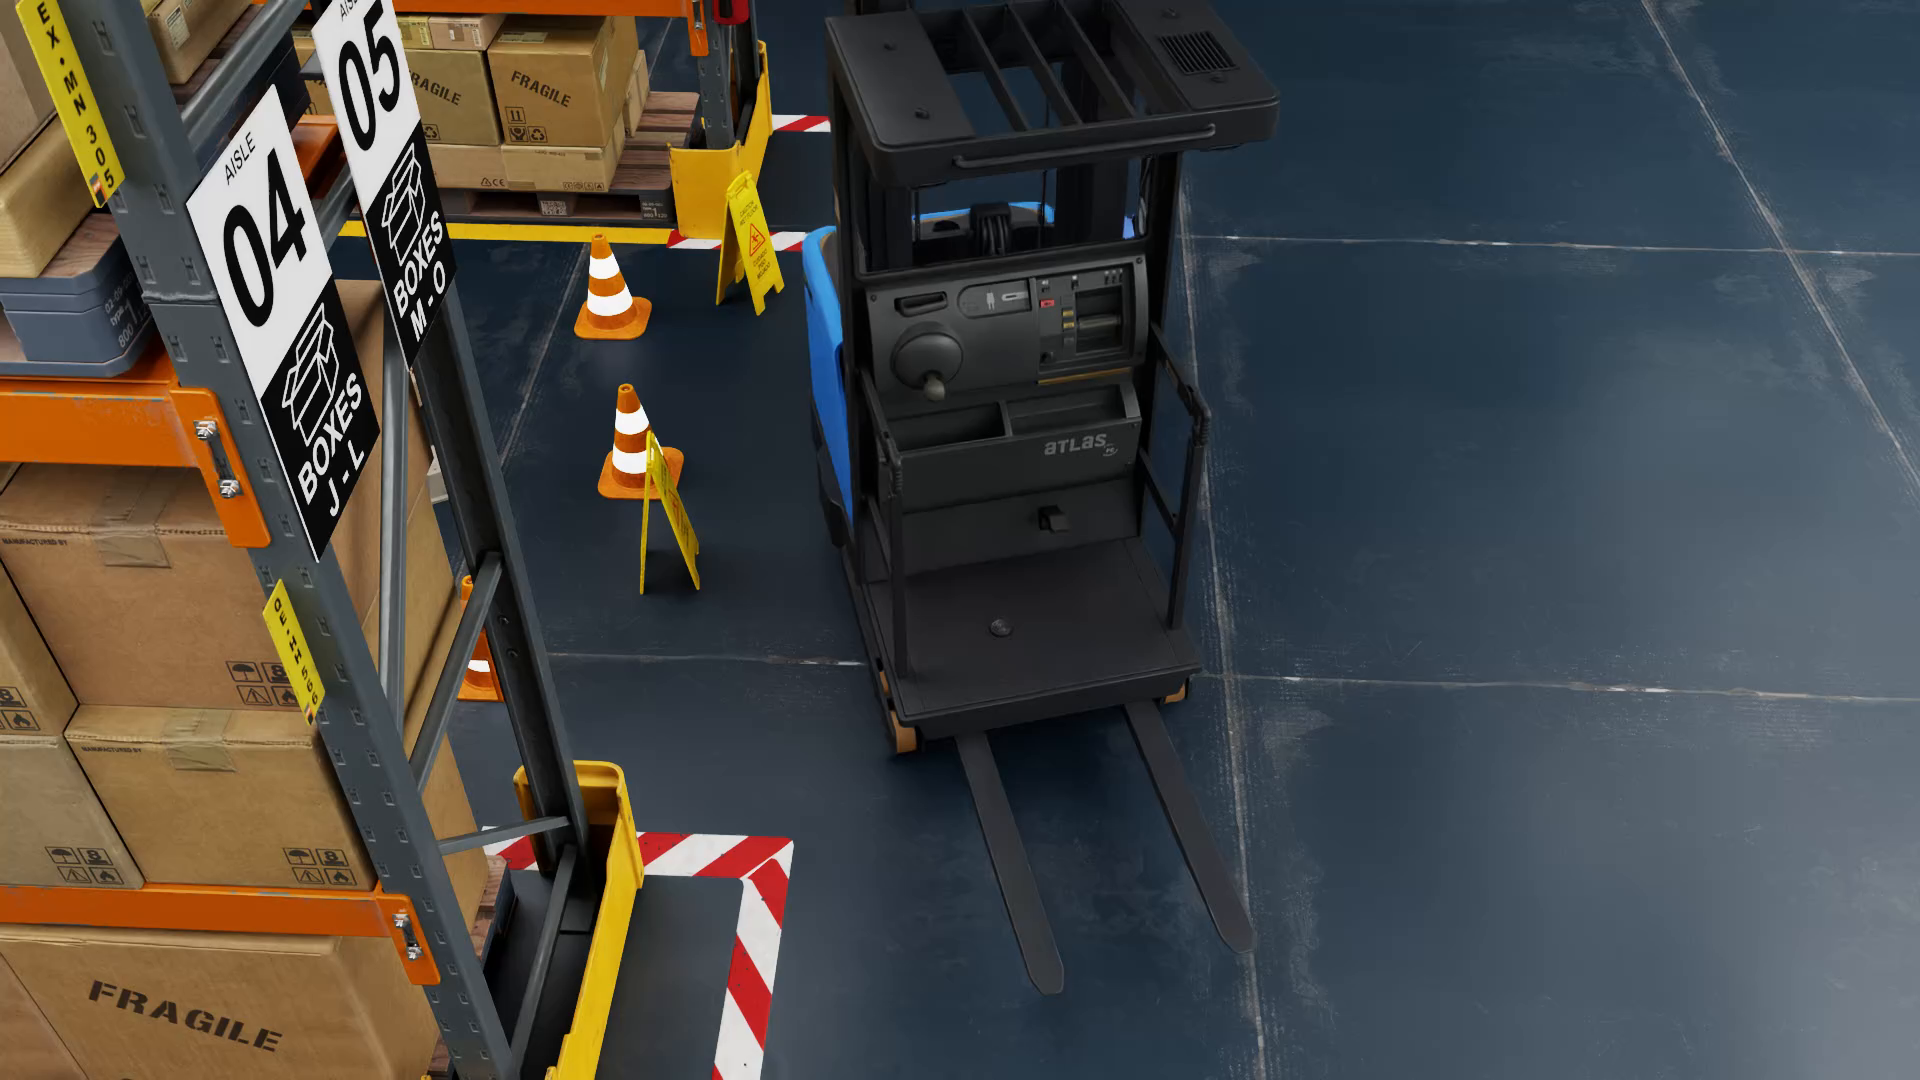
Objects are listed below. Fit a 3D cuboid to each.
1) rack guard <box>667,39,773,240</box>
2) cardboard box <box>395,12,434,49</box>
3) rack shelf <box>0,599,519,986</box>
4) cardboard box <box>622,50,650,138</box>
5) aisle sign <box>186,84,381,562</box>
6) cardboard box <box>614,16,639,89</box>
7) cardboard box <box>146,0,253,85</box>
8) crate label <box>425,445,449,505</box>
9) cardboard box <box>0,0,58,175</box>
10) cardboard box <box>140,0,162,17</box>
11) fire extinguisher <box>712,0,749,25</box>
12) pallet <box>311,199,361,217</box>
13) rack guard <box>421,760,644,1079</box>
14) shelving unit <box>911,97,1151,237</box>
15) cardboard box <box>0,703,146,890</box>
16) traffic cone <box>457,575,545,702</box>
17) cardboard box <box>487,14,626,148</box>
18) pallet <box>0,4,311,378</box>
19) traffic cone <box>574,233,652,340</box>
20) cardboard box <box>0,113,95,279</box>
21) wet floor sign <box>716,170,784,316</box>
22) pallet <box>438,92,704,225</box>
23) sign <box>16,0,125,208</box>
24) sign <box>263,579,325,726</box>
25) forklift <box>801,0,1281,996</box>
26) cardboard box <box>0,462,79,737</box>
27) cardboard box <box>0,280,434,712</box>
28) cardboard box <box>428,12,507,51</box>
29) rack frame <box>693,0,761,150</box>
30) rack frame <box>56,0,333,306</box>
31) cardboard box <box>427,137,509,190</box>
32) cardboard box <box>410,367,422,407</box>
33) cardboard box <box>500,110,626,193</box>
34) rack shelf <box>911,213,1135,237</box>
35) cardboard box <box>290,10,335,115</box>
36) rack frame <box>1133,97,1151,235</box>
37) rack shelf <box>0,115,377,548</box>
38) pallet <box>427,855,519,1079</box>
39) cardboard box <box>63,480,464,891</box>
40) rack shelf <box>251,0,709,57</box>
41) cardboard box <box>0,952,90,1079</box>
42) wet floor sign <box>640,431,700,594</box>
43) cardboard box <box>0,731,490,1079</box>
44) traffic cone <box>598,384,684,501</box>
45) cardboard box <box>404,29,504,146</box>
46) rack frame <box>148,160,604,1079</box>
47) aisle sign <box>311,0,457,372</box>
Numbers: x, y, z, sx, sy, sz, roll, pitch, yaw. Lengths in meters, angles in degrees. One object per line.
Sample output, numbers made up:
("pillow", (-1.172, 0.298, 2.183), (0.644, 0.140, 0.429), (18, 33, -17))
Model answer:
("rack guard", (-1.228, -2.096, 8.633), (0.348, 0.500, 1.175), (2, 43, 2))
("cardboard box", (-2.585, -2.490, 7.906), (0.250, 0.149, 0.380), (2, 43, 3))
("rack shelf", (-3.272, 0.567, 4.468), (4.000, 0.370, 1.077), (2, 43, 2))
("cardboard box", (-1.945, -2.369, 8.802), (0.500, 0.250, 0.500), (1, 43, 2))
("aisle sign", (-1.217, -0.379, 3.049), (0.004, 0.787, 0.394), (2, 43, 2))
("cardboard box", (-1.969, -2.644, 8.546), (0.500, 0.500, 0.500), (0, 43, 0))
("cardboard box", (-1.602, -1.059, 3.289), (0.250, 0.149, 0.380), (2, 43, 2))
("crate label", (-2.138, -0.311, 6.984), (0.298, 0.136, 0.250), (-19, 46, -20))
("cardboard box", (-1.776, -0.801, 2.719), (0.500, 0.250, 0.500), (2, 43, 2))
("cardboard box", (-1.745, -1.166, 3.111), (0.500, 0.250, 0.500), (2, 43, 2))
("fire extinguisher", (-1.058, -2.663, 7.465), (0.183, 0.674, 0.296), (2, 43, 2))
("pallet", (-3.253, -2.079, 8.827), (1.213, 0.211, 1.003), (2, 43, 2))
("rack guard", (-1.250, 1.281, 5.008), (0.348, 0.500, 1.175), (2, 43, 2))
("shelving unit", (0.277, -1.344, 7.067), (1.048, 1.500, 0.538), (0, 39, 0))
("cardboard box", (-2.197, 0.328, 4.087), (0.550, 0.550, 0.875), (2, 43, 2))
("traffic cone", (-1.741, 0.310, 6.077), (0.334, 0.463, 0.336), (2, 43, 2))
("cardboard box", (-1.964, -2.277, 8.153), (0.500, 0.500, 0.500), (2, 43, 2))
("pallet", (-2.016, -0.715, 3.182), (1.213, 0.211, 1.003), (2, 43, 2))
("traffic cone", (-1.640, -1.215, 7.715), (0.334, 0.463, 0.336), (2, 43, 2))
("cardboard box", (-1.621, -0.610, 2.806), (0.250, 0.149, 0.380), (2, 43, 2))
("wet floor sign", (-1.010, -1.413, 7.793), (0.232, 0.644, 0.267), (16, 45, 16))
("pallet", (-2.038, -2.039, 8.784), (1.213, 0.211, 1.003), (2, 43, 2))
("sign", (-1.312, -0.658, 2.464), (0.005, 0.325, 0.100), (2, 43, 2))
("sign", (-1.312, 0.224, 3.286), (0.005, 0.325, 0.100), (2, 43, 2))
("forklift", (0.214, -0.605, 5.249), (1.130, 2.935, 3.031), (-9, 44, -10))
("cardboard box", (-2.197, -0.076, 3.729), (0.550, 0.550, 0.875), (2, 43, 2))
("cardboard box", (-1.643, -0.122, 3.779), (0.550, 0.550, 0.875), (2, 43, 2))
("cardboard box", (-2.334, -2.480, 7.895), (0.250, 0.149, 0.380), (3, 43, 3))
("rack frame", (-1.152, -3.008, 7.779), (0.127, 3.000, 1.000), (2, 43, 2))
("rack frame", (-1.274, -1.830, 2.112), (0.127, 3.000, 1.000), (2, 43, 2))
("cardboard box", (-2.489, -2.019, 8.426), (0.500, 0.250, 0.500), (2, 43, 2))
("cardboard box", (-2.552, -0.630, 7.317), (0.250, 0.149, 0.380), (24, 48, 23))
("cardboard box", (-1.996, -1.998, 8.404), (0.500, 0.250, 0.500), (2, 43, 2))
("rack shelf", (0.277, -1.204, 7.180), (1.000, 0.185, 0.538), (0, 39, 0))
("cardboard box", (-2.989, -2.311, 8.190), (0.500, 0.500, 0.500), (1, 43, 1))
("rack frame", (0.786, -1.346, 7.069), (0.032, 1.500, 0.500), (0, 39, 0))
("rack shelf", (-3.272, -0.530, 3.446), (4.000, 0.370, 1.077), (2, 43, 2))
("pallet", (-2.076, 1.414, 5.077), (1.213, 0.211, 1.003), (2, 43, 2))
("cardboard box", (-1.647, 0.330, 4.085), (0.550, 0.550, 0.875), (2, 43, 2))
("rack shelf", (-3.150, -2.807, 8.090), (4.000, 0.370, 1.077), (2, 43, 2))
("cardboard box", (-2.834, 0.988, 4.740), (0.875, 0.875, 0.875), (1, 43, 1))
("wet floor sign", (-1.156, -0.121, 6.406), (0.232, 0.644, 0.267), (-5, 43, -5))
("cardboard box", (-1.954, 1.013, 4.712), (0.875, 0.875, 0.875), (2, 43, 2))
("traffic cone", (-1.350, -0.449, 6.892), (0.334, 0.463, 0.336), (2, 43, 2))
("cardboard box", (-2.486, -2.291, 8.168), (0.500, 0.500, 0.500), (3, 43, 3))
("rack frame", (-1.274, 0.365, 4.157), (0.127, 3.000, 1.000), (2, 43, 2))
("aisle sign", (-1.190, -0.788, 3.488), (0.004, 0.787, 0.394), (2, 43, 2))
